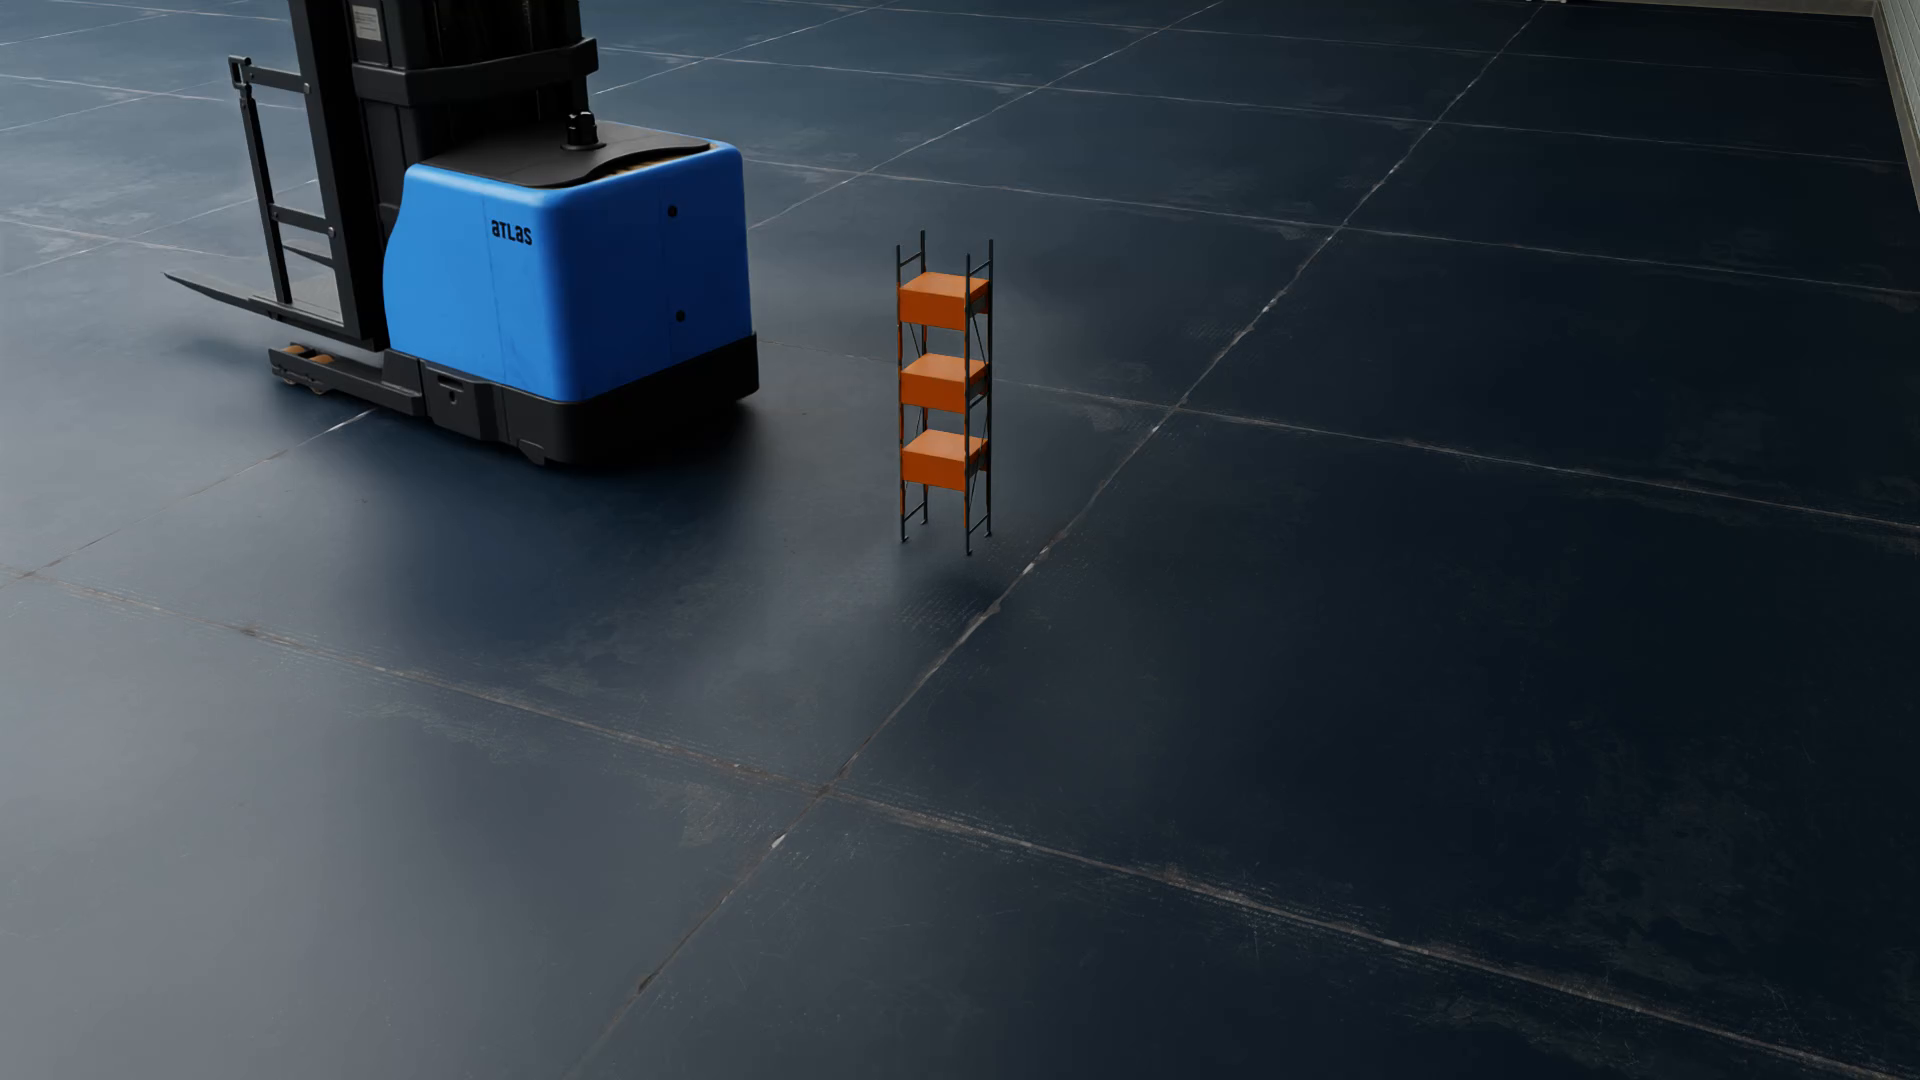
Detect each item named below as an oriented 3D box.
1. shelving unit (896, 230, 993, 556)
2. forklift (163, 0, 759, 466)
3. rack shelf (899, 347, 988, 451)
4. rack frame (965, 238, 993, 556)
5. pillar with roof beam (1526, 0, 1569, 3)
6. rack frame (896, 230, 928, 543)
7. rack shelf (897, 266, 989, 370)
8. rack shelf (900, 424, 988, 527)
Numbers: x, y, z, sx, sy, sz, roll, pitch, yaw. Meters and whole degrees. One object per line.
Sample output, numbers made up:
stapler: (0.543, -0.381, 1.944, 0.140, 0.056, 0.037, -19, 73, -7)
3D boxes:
shelving unit: (-0.049, -0.481, 5.538, 0.252, 1.050, 0.215, 11, 28, 22)
forklift: (-2.318, -2.095, 6.687, 3.031, 2.935, 1.130, 18, 31, 32)
rack shelf: (-0.049, -0.471, 5.543, 0.240, 0.259, 0.215, 11, 28, 22)
rack frame: (0.062, -0.458, 5.493, 0.008, 1.050, 0.200, 11, 28, 22)
pillar with roof beam: (4.200, -7.803, 11.412, 0.400, 9.000, 9.100, 11, 28, 22)
rack frame: (-0.160, -0.503, 5.583, 0.008, 1.050, 0.200, 11, 28, 22)
rack shelf: (-0.049, -0.726, 5.417, 0.240, 0.259, 0.215, 11, 28, 22)
rack shelf: (-0.049, -0.222, 5.665, 0.240, 0.259, 0.215, 11, 28, 22)
